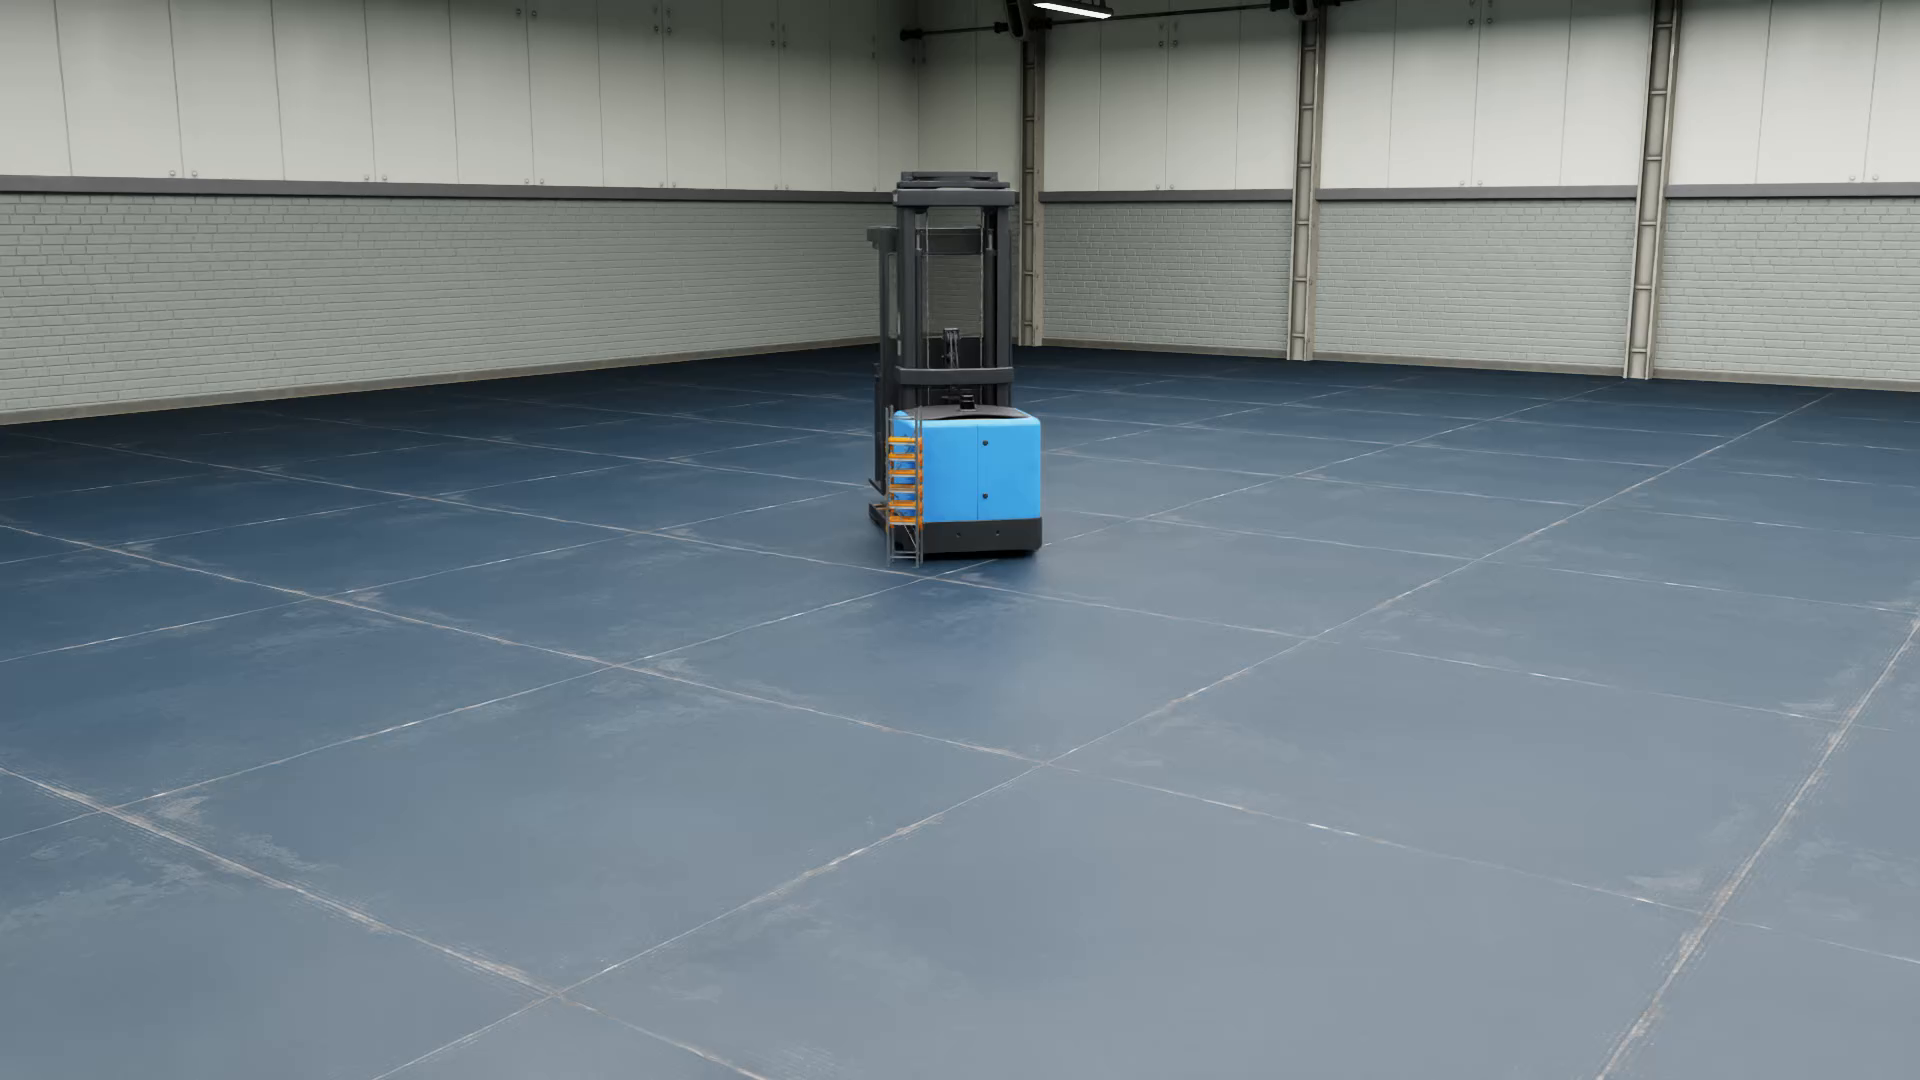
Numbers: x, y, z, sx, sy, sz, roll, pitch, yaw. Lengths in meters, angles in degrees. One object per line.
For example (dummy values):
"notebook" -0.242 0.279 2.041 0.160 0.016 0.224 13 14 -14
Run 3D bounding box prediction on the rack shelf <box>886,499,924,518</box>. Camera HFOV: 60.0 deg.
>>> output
"rack shelf" -0.414 -0.237 12.460 0.258 0.103 0.180 2 11 9

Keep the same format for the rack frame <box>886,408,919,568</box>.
"rack frame" -0.429 -0.381 12.339 0.240 1.200 0.006 2 11 9

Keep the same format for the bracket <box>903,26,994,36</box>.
"bracket" -0.528 -10.387 34.050 3.189 0.066 0.076 8 13 36

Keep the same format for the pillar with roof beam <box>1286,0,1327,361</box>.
"pillar with roof beam" 3.739 -7.093 26.504 0.548 9.000 9.100 8 13 36

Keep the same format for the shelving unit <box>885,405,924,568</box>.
"shelving unit" -0.414 -0.398 12.428 0.258 1.200 0.189 2 11 9

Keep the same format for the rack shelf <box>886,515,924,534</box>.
"rack shelf" -0.414 -0.119 12.483 0.258 0.103 0.180 2 11 9

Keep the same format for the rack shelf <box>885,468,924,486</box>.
"rack shelf" -0.414 -0.473 12.413 0.258 0.103 0.180 2 11 9

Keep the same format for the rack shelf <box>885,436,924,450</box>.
"rack shelf" -0.414 -0.708 12.367 0.258 0.103 0.180 2 11 9

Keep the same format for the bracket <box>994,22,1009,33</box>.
"bracket" 0.906 -10.187 33.016 0.430 0.232 0.235 8 13 36

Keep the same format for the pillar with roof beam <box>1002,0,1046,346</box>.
"pillar with roof beam" -1.097 -7.768 29.991 0.548 9.000 9.100 8 13 36

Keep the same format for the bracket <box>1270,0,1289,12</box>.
"bracket" 5.742 -9.512 29.529 0.430 0.232 0.235 8 13 36

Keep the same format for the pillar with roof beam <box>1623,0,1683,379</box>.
"pillar with roof beam" 8.575 -6.419 23.017 0.400 9.000 9.100 8 13 36

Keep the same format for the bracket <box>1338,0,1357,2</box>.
"bracket" 8.488 -9.129 27.549 4.783 0.066 0.076 8 13 36

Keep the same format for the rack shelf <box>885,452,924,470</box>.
"rack shelf" -0.414 -0.590 12.390 0.258 0.103 0.180 2 11 9

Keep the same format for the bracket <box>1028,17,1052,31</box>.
"bracket" 1.575 -10.093 32.533 0.430 0.232 0.235 8 13 36

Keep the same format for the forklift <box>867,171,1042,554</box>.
"forklift" -0.168 -1.564 13.895 1.130 2.935 3.031 -2 11 -11

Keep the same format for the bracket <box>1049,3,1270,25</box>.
"bracket" 3.652 -9.804 31.036 4.783 0.066 0.076 8 13 36

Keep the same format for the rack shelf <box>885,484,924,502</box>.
"rack shelf" -0.414 -0.355 12.437 0.258 0.103 0.180 2 11 9

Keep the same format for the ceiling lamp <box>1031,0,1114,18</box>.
"ceiling lamp" 1.629 -10.099 26.672 0.800 3.185 2.000 8 13 36

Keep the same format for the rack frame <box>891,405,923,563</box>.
"rack frame" -0.399 -0.416 12.516 0.240 1.200 0.006 2 11 9

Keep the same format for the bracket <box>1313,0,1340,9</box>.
"bracket" 6.412 -9.419 29.047 0.430 0.232 0.235 8 13 36

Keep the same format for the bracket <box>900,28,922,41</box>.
"bracket" -1.004 -10.453 34.393 0.430 0.232 0.235 8 13 36
